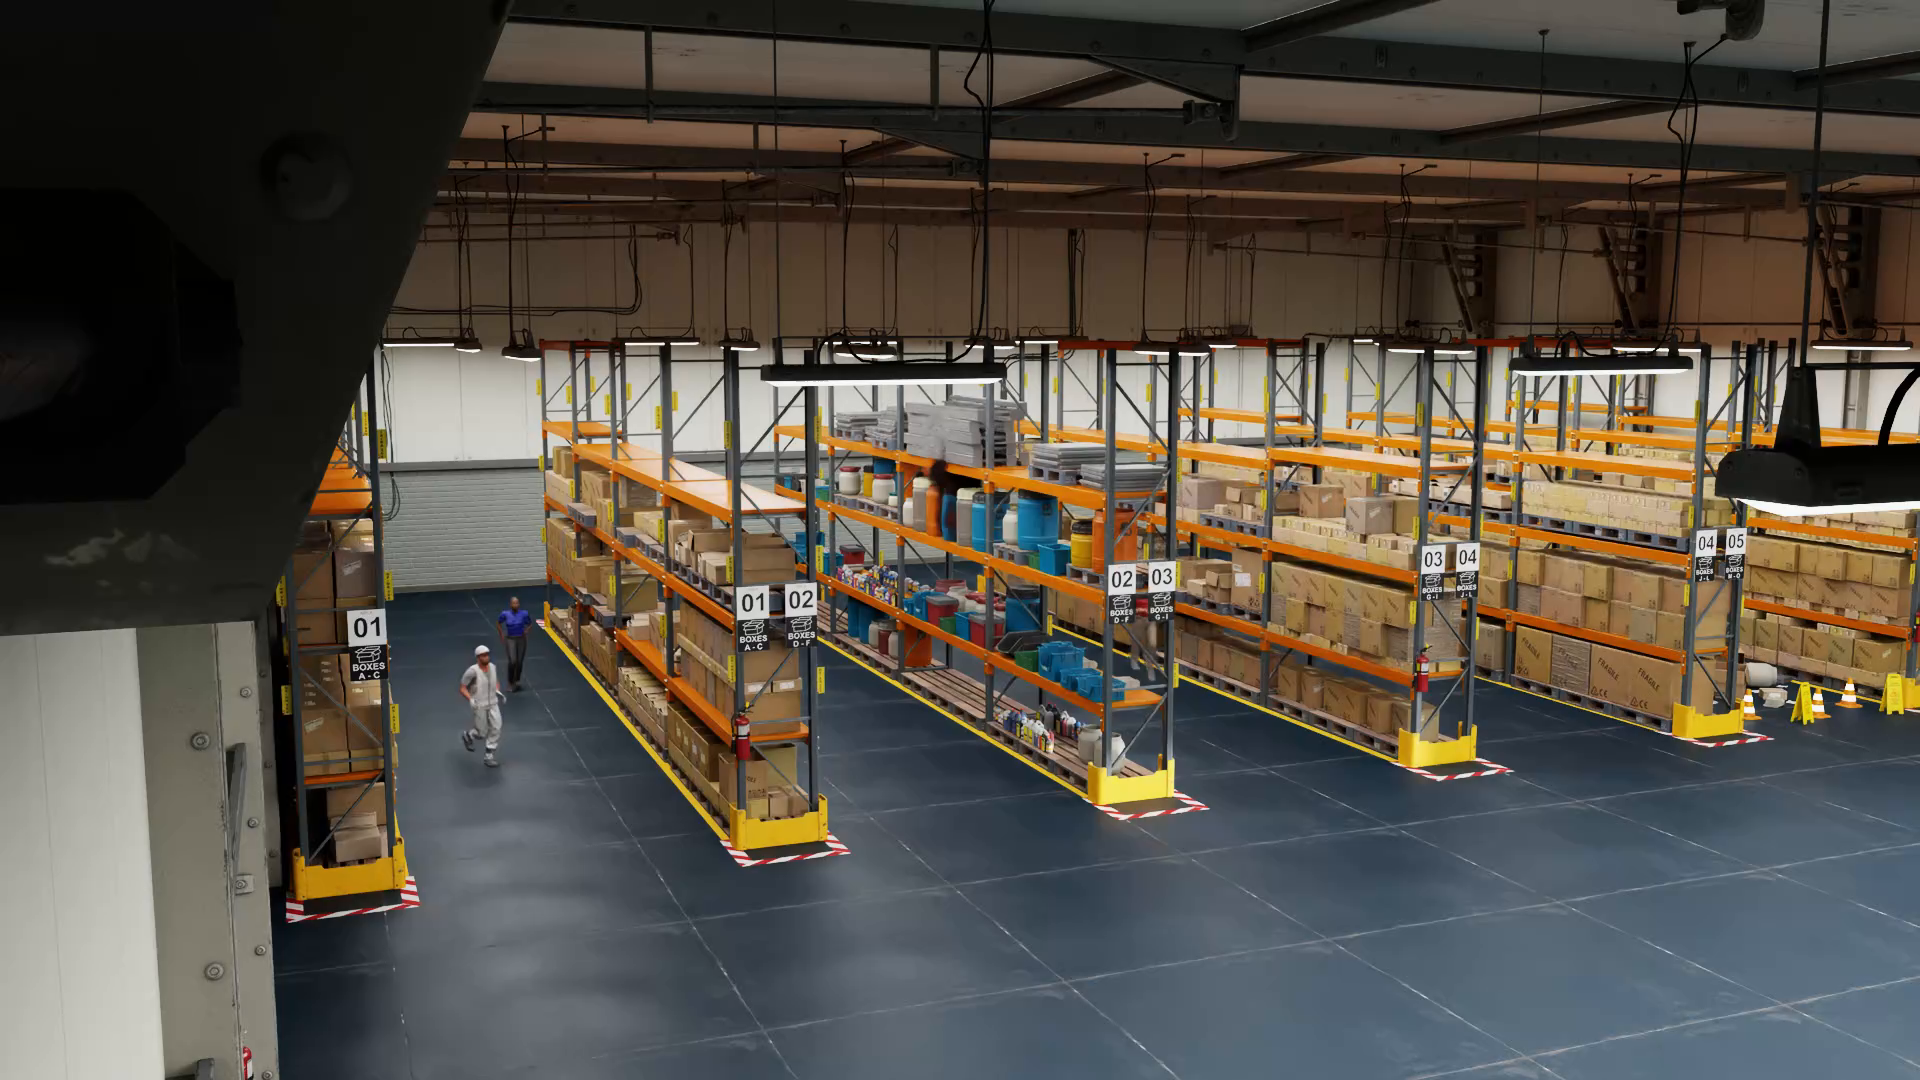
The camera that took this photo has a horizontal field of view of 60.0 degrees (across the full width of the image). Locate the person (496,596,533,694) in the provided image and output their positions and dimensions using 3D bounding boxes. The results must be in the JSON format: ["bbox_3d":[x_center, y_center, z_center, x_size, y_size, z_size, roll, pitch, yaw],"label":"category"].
[{"bbox_3d":[-7.660,1.809,28.674,0.561,1.674,0.707,-3,8,-25],"label":"person"}]

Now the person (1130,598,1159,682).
[{"bbox_3d":[3.202,1.507,28.685,0.647,1.862,0.823,-2,8,-16],"label":"person"}]

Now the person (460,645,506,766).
[{"bbox_3d":[-6.896,2.368,23.962,0.750,1.740,0.666,7,10,42],"label":"person"}]
